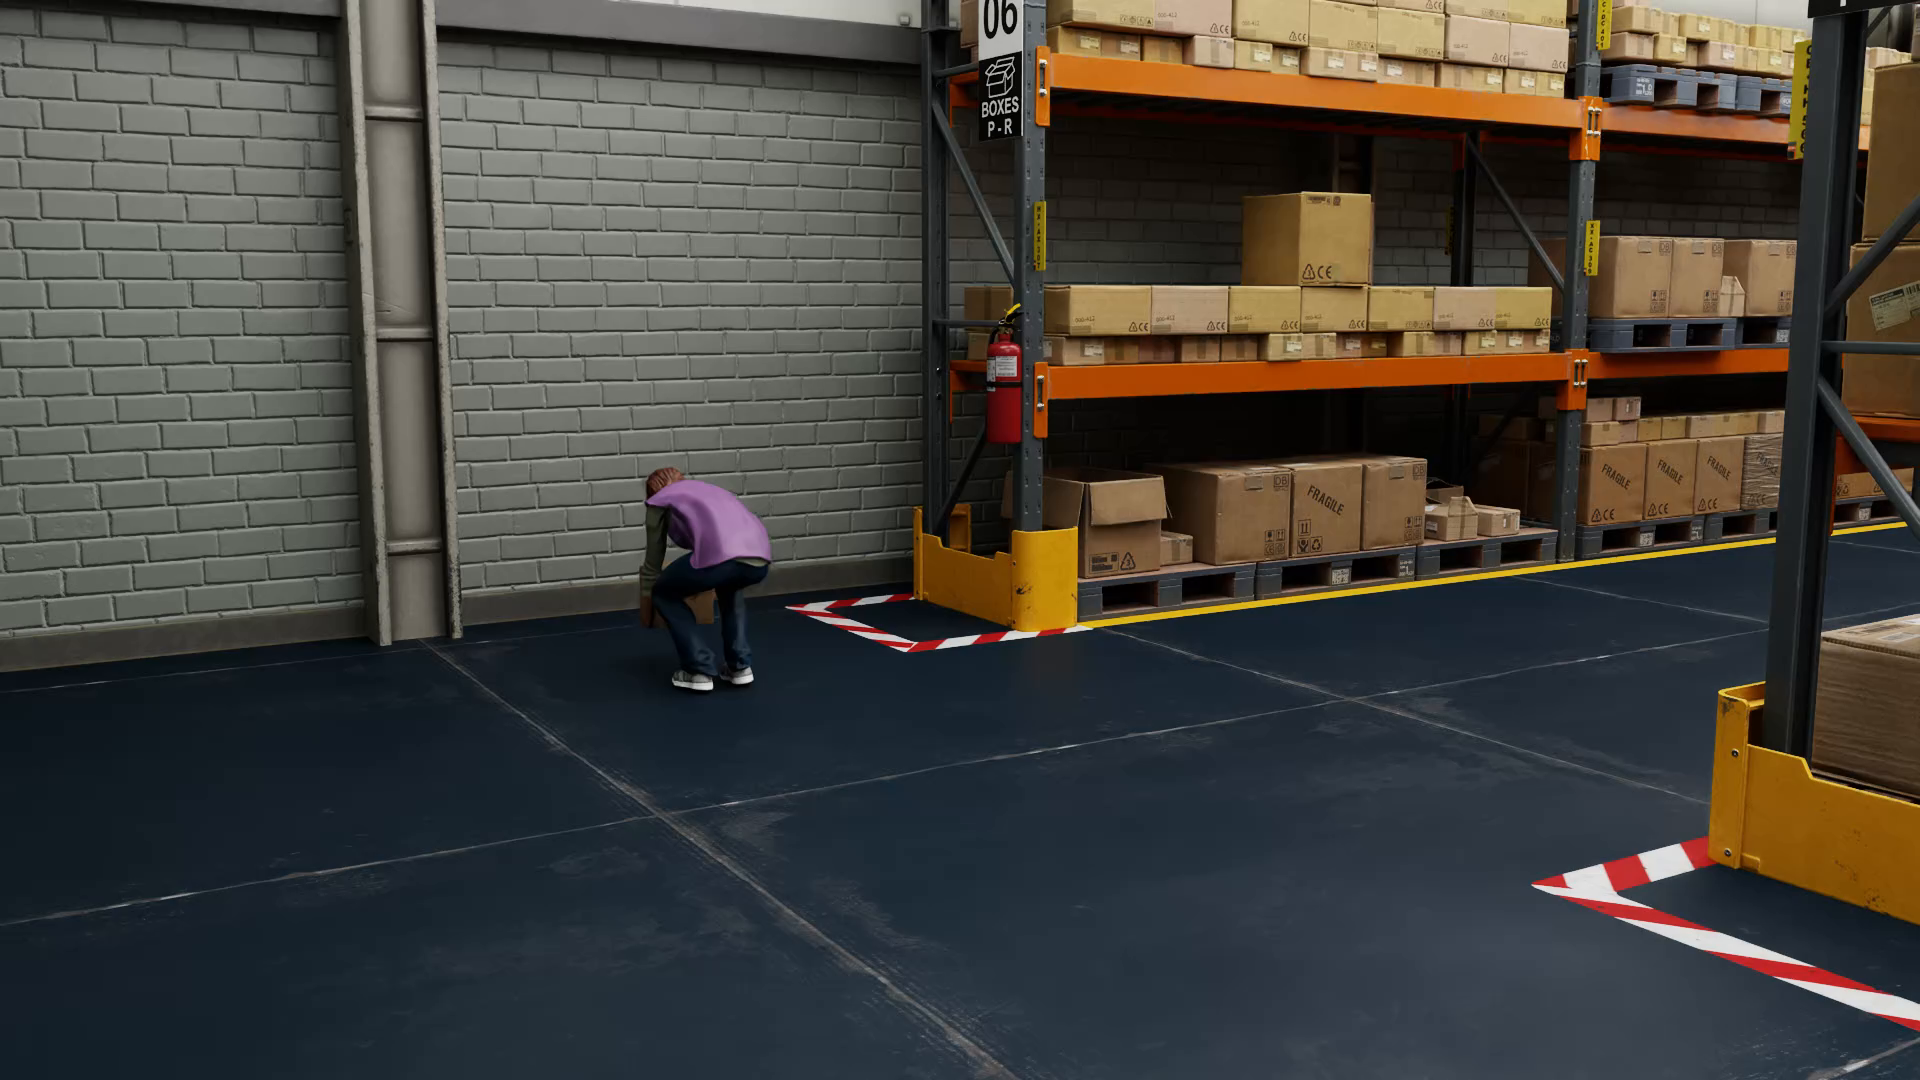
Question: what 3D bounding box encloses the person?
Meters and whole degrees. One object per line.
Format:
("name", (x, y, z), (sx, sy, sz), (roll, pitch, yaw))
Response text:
("person", (-1.121, 0.149, 7.161), (0.424, 0.927, 0.861), (-6, 10, -34))
